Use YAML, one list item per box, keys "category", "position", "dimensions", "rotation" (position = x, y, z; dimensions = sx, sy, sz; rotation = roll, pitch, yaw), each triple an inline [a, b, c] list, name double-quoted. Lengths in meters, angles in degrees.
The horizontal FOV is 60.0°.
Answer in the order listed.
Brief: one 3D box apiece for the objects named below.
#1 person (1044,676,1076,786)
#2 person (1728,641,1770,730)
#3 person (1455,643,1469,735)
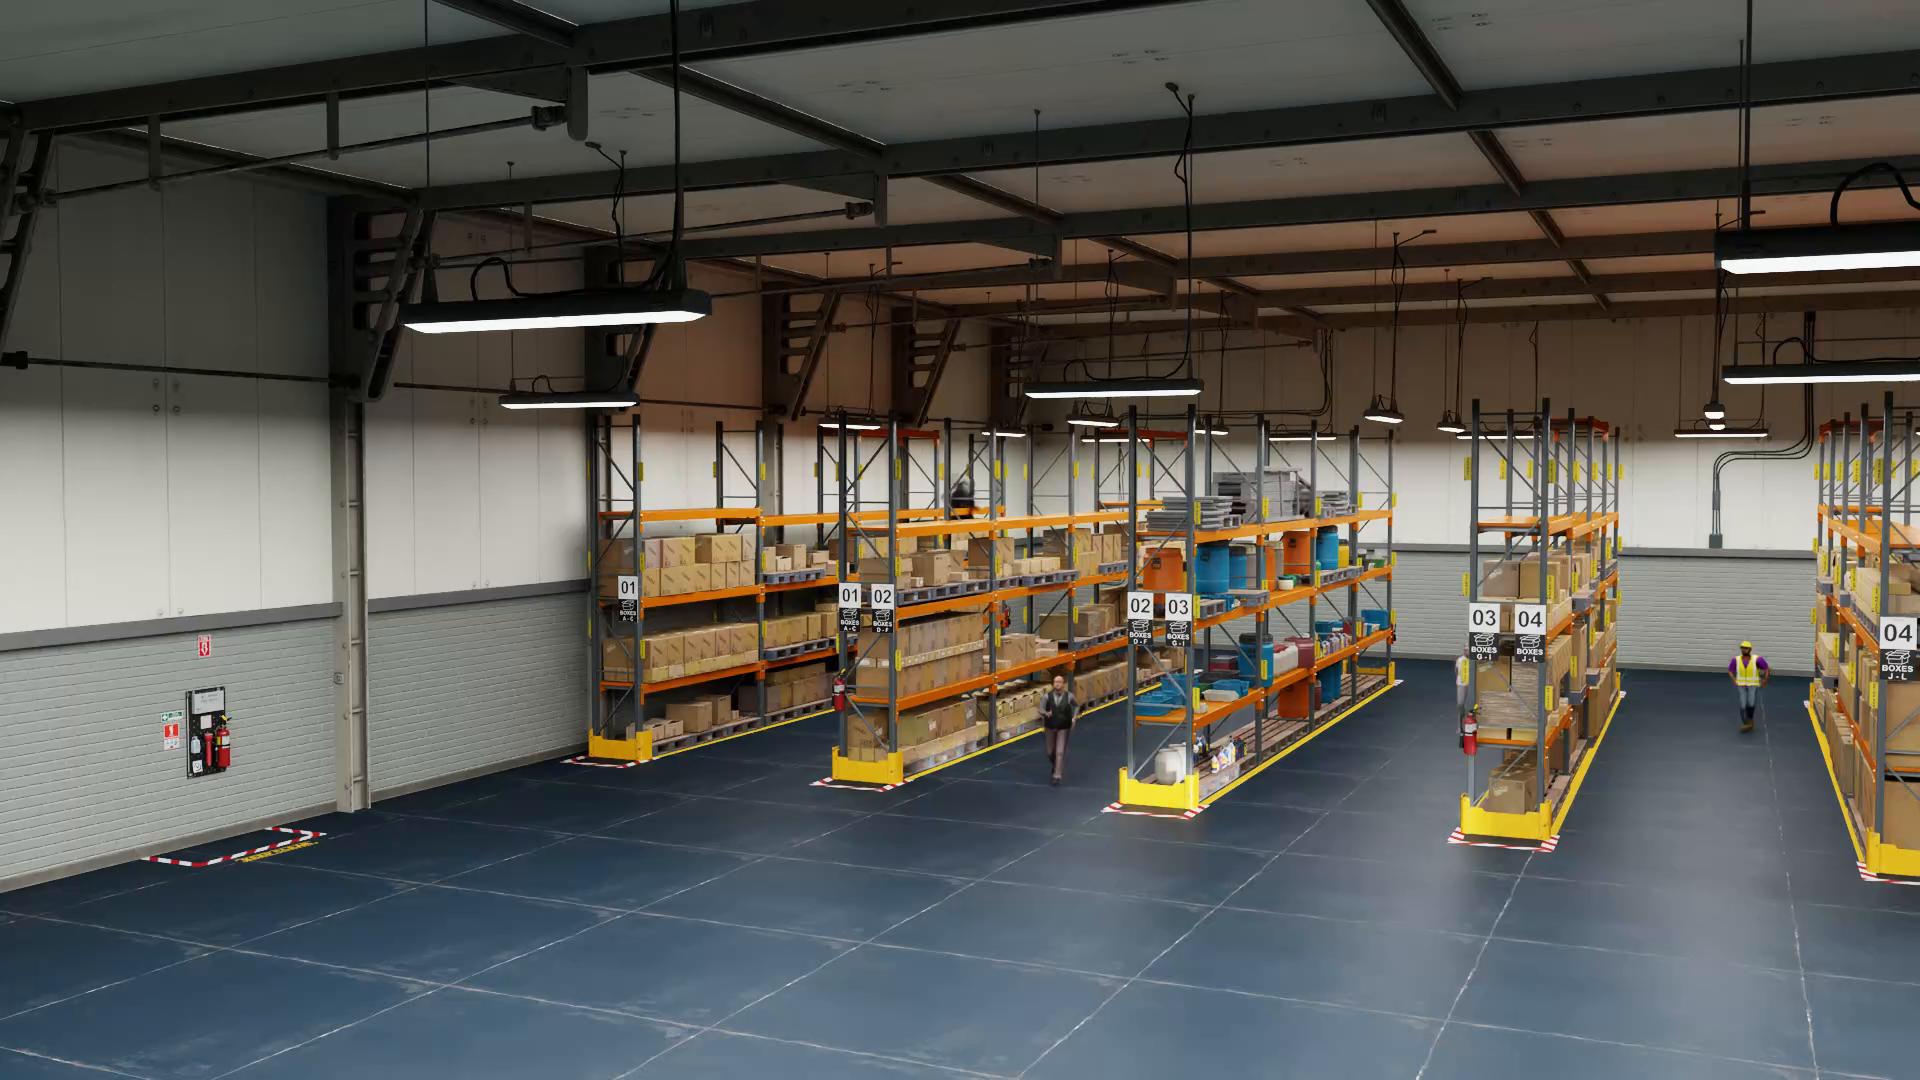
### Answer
- category: "person"
  position: [1.618, 3.039, 26.695]
  dimensions: [0.531, 1.706, 0.934]
  rotation: [1, 2, 13]
- category: "person"
  position: [15.157, 2.818, 32.017]
  dimensions: [0.712, 1.720, 0.575]
  rotation: [2, 3, 34]
- category: "person"
  position: [9.765, 2.836, 31.962]
  dimensions: [0.569, 1.737, 0.864]
  rotation: [1, 3, 27]
